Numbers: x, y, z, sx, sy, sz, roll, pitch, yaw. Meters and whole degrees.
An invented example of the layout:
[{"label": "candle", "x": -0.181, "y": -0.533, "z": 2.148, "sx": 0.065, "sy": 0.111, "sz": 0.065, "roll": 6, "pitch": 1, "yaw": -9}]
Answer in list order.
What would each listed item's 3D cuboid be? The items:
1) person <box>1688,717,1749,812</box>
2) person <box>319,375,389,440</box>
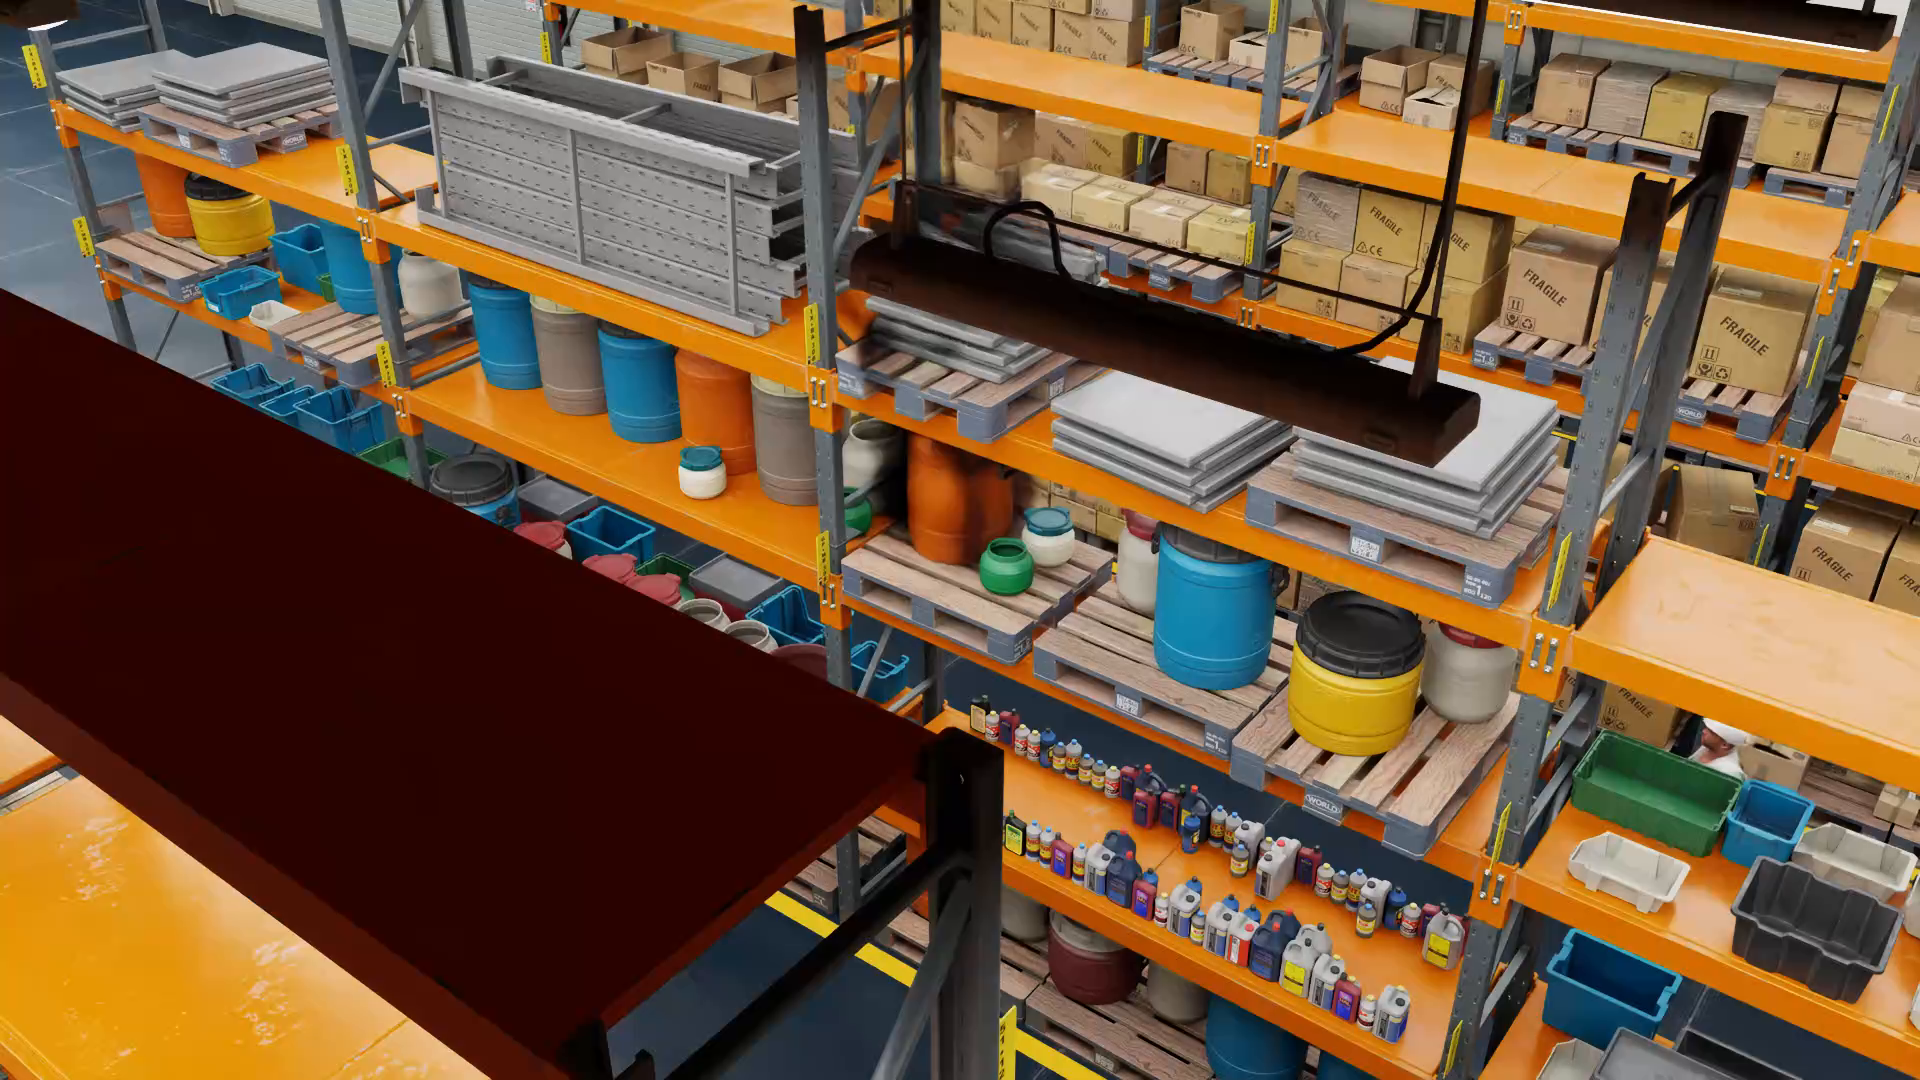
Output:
[{"label": "person", "x": 4.663, "y": 1.842, "z": 10.531, "sx": 0.774, "sy": 1.840, "sz": 0.638, "roll": 14, "pitch": 34, "yaw": 22}, {"label": "person", "x": -6.014, "y": -1.515, "z": 16.207, "sx": 0.847, "sy": 1.661, "sz": 0.616, "roll": 15, "pitch": 35, "yaw": 23}]
